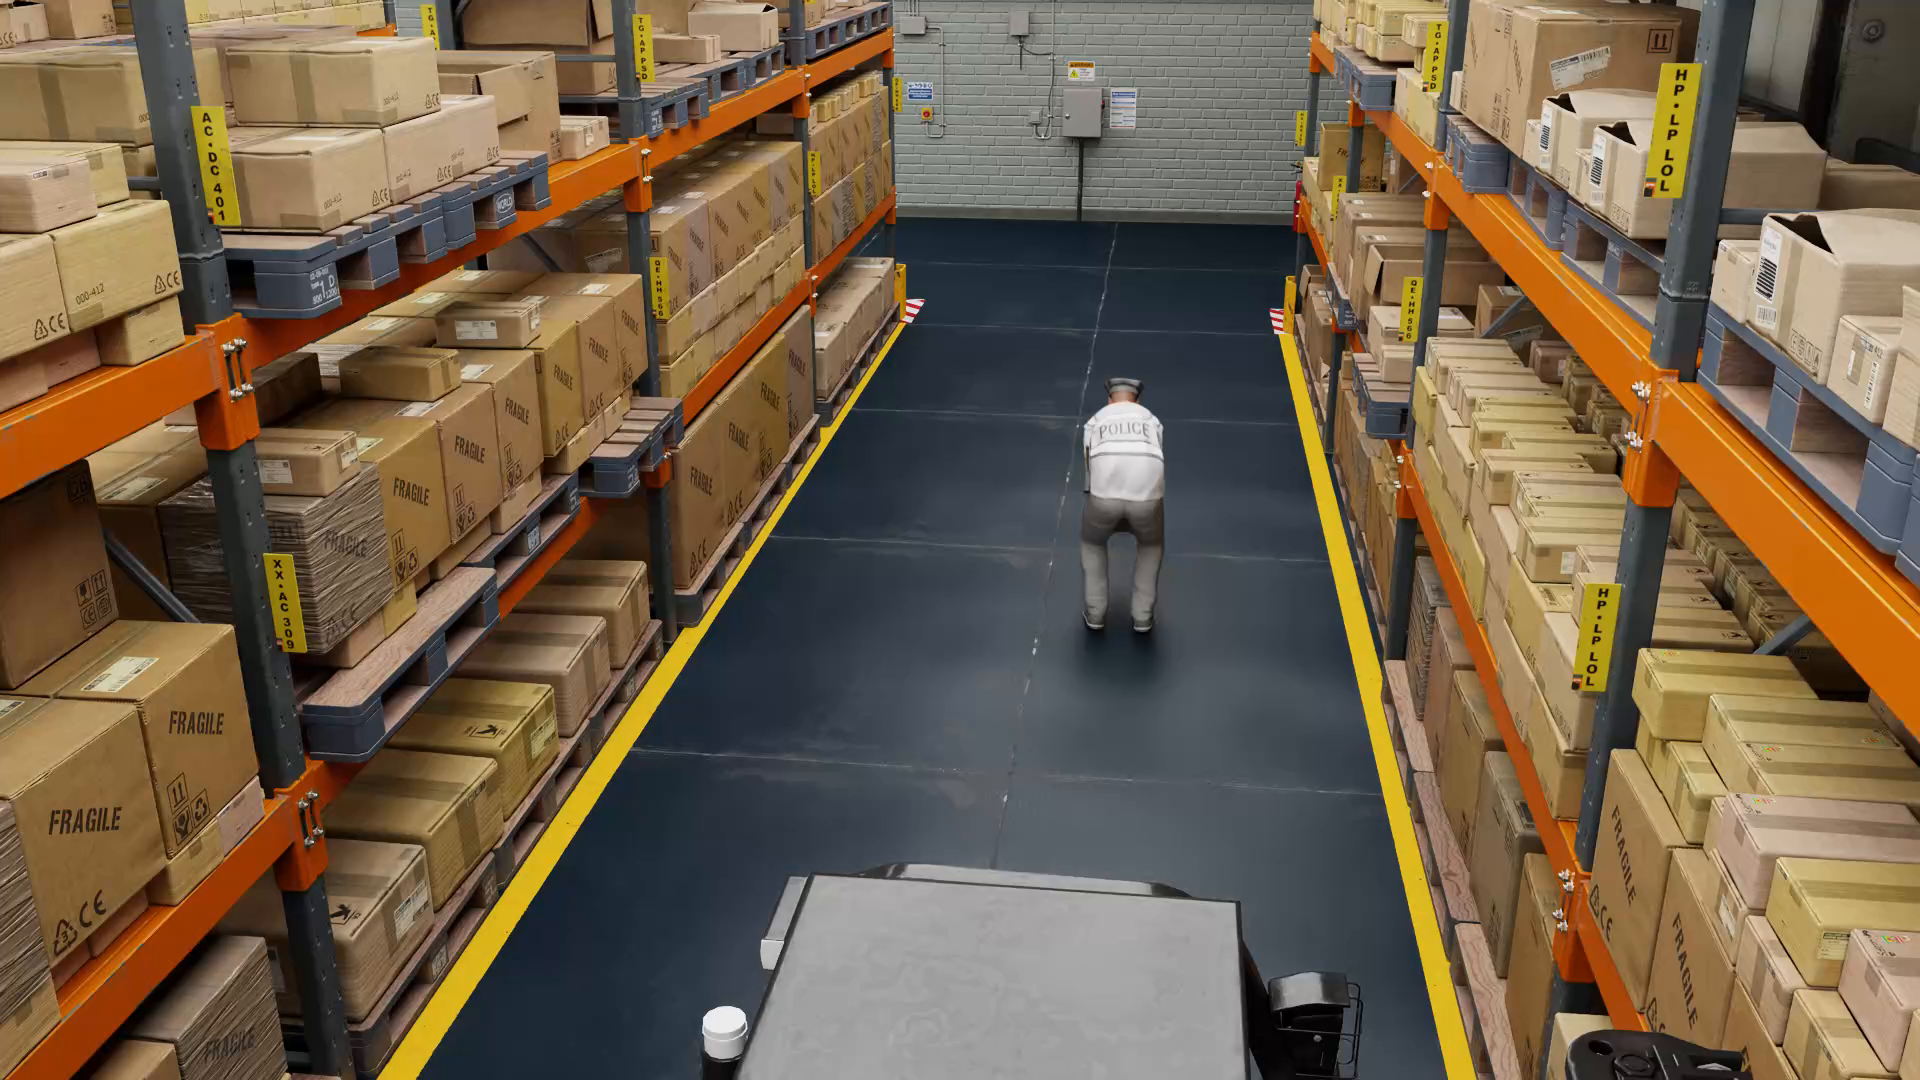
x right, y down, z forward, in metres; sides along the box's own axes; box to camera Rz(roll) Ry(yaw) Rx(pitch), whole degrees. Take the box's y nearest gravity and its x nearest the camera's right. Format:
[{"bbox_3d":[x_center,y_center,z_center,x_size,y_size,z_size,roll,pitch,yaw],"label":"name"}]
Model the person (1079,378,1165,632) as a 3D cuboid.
[{"bbox_3d":[0.954,-0.212,9.709,0.492,1.337,0.987,2,21,5],"label":"person"}]
